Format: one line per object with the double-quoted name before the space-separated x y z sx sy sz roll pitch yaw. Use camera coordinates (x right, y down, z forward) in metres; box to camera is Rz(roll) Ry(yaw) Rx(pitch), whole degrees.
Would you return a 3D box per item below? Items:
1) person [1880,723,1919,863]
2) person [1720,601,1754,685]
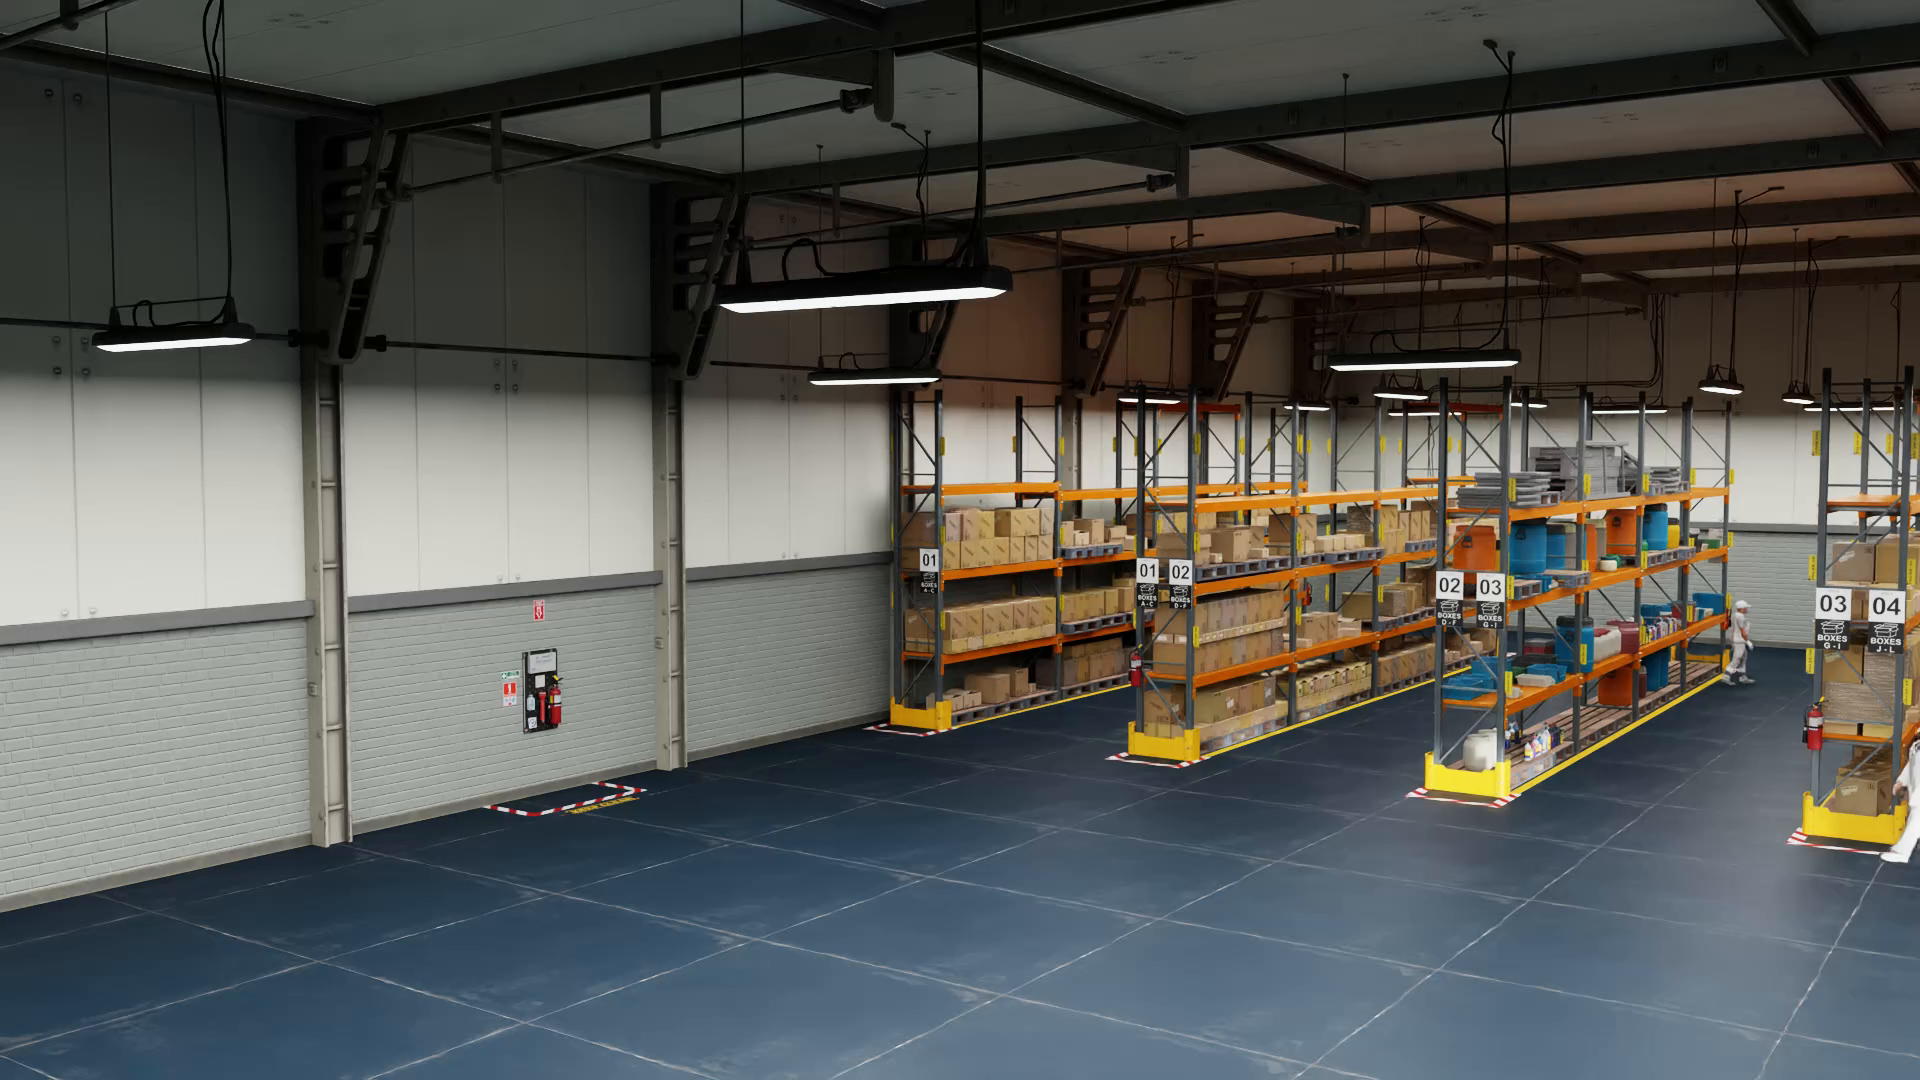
"person" 11.472 2.993 19.886 1.032 1.721 0.677 0 3 -4
"person" 16.295 2.156 34.789 0.750 1.783 0.565 1 3 13
